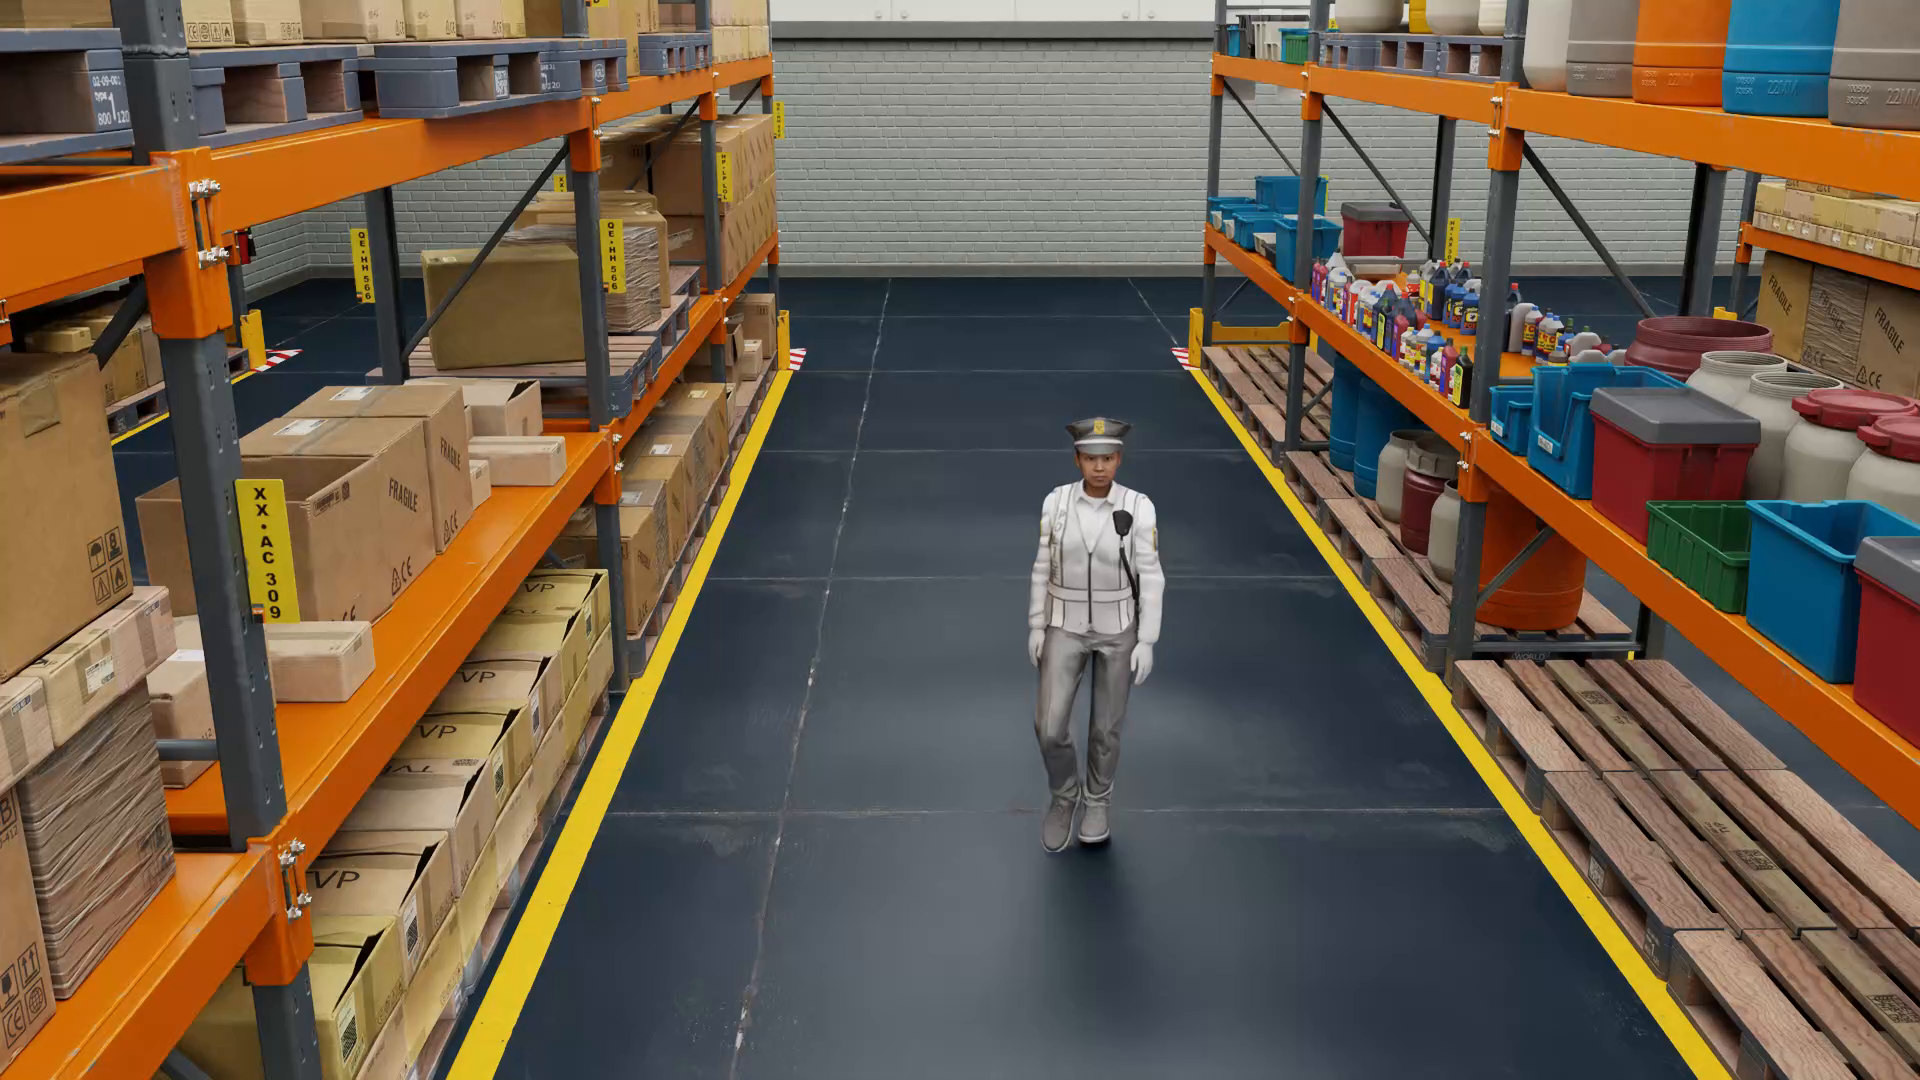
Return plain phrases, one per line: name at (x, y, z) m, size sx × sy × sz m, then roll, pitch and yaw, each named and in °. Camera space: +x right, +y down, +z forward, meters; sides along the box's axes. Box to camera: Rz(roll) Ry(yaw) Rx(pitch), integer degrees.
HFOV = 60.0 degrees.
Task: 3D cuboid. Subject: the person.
person at (0.501, 0.381, 6.245) m, size 0.515 × 1.726 × 0.448 m, roll 3°, pitch 17°, yaw 8°
